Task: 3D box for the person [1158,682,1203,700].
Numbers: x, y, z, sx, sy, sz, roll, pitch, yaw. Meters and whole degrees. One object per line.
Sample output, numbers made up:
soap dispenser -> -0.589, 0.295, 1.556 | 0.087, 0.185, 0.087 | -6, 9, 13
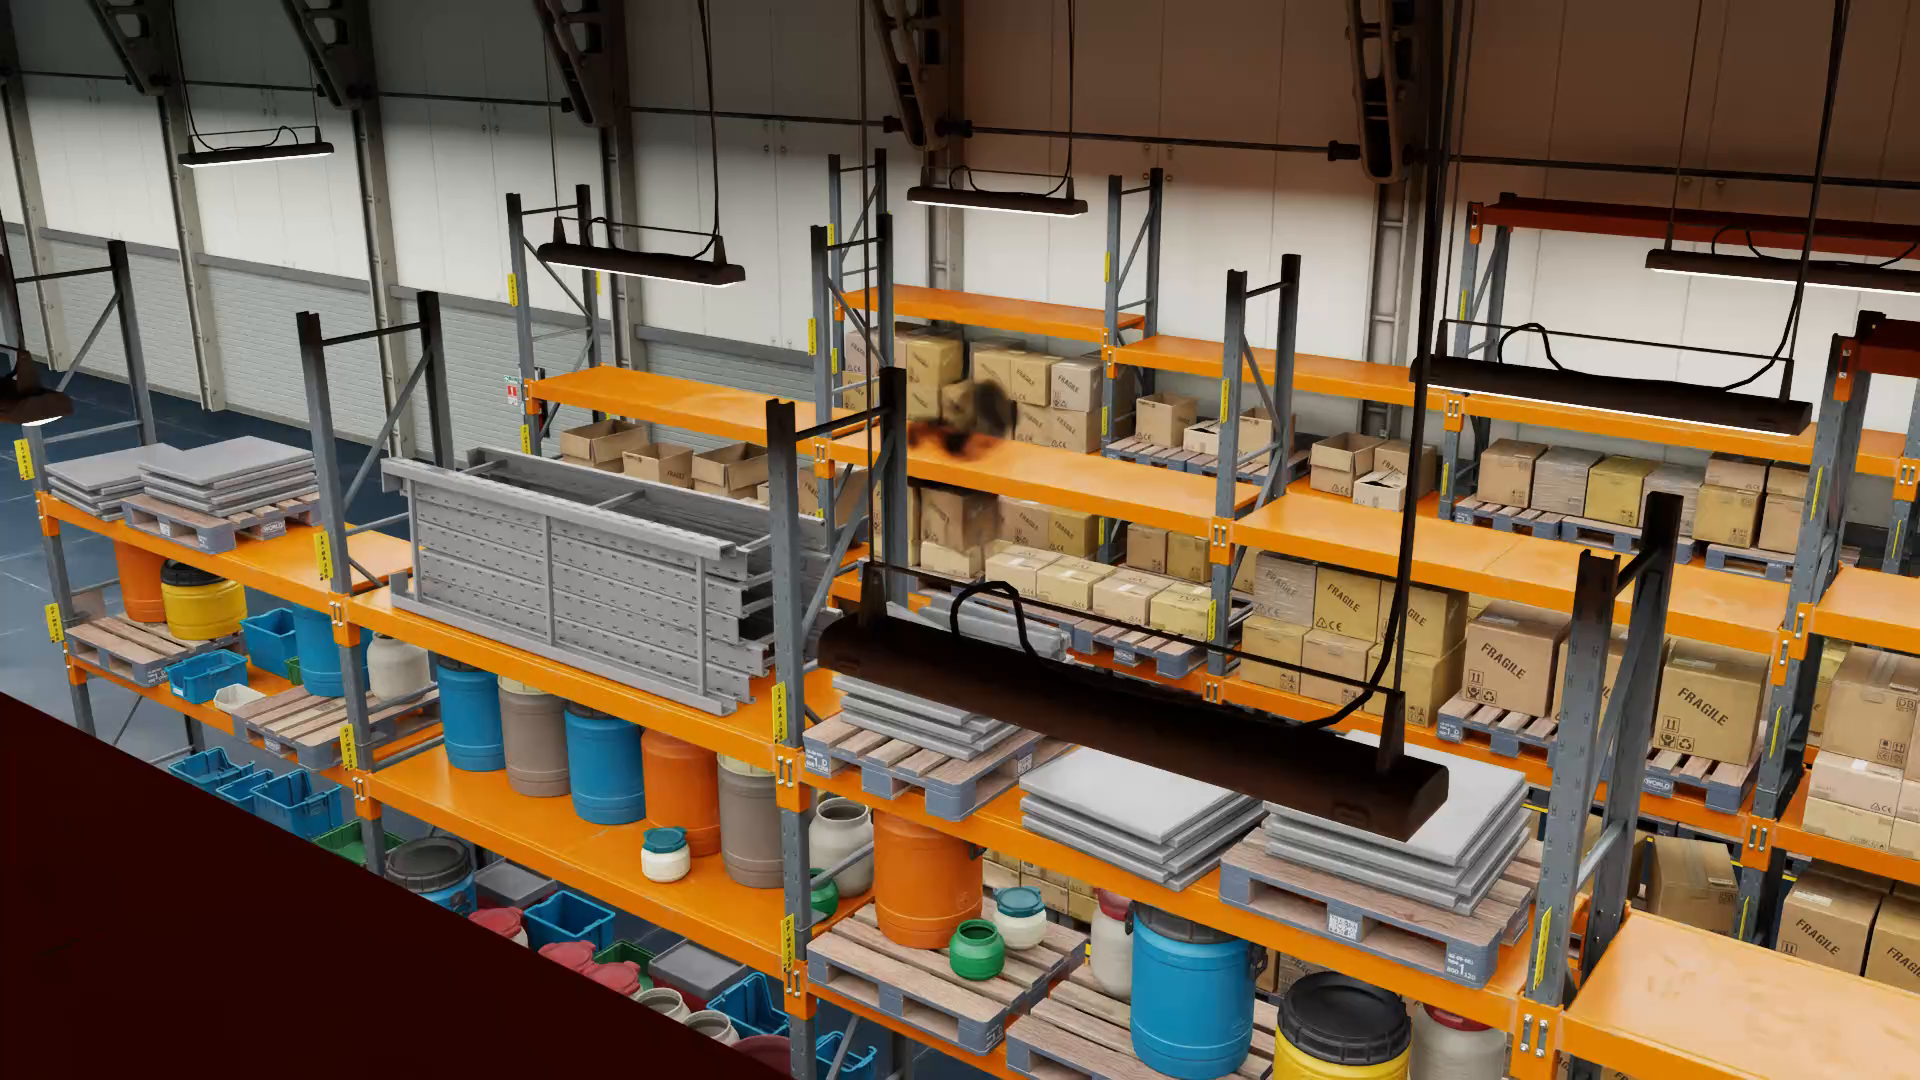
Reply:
person -> 2.055, 1.873, 16.137 | 0.792, 1.711, 0.678 | 10, 21, 27
